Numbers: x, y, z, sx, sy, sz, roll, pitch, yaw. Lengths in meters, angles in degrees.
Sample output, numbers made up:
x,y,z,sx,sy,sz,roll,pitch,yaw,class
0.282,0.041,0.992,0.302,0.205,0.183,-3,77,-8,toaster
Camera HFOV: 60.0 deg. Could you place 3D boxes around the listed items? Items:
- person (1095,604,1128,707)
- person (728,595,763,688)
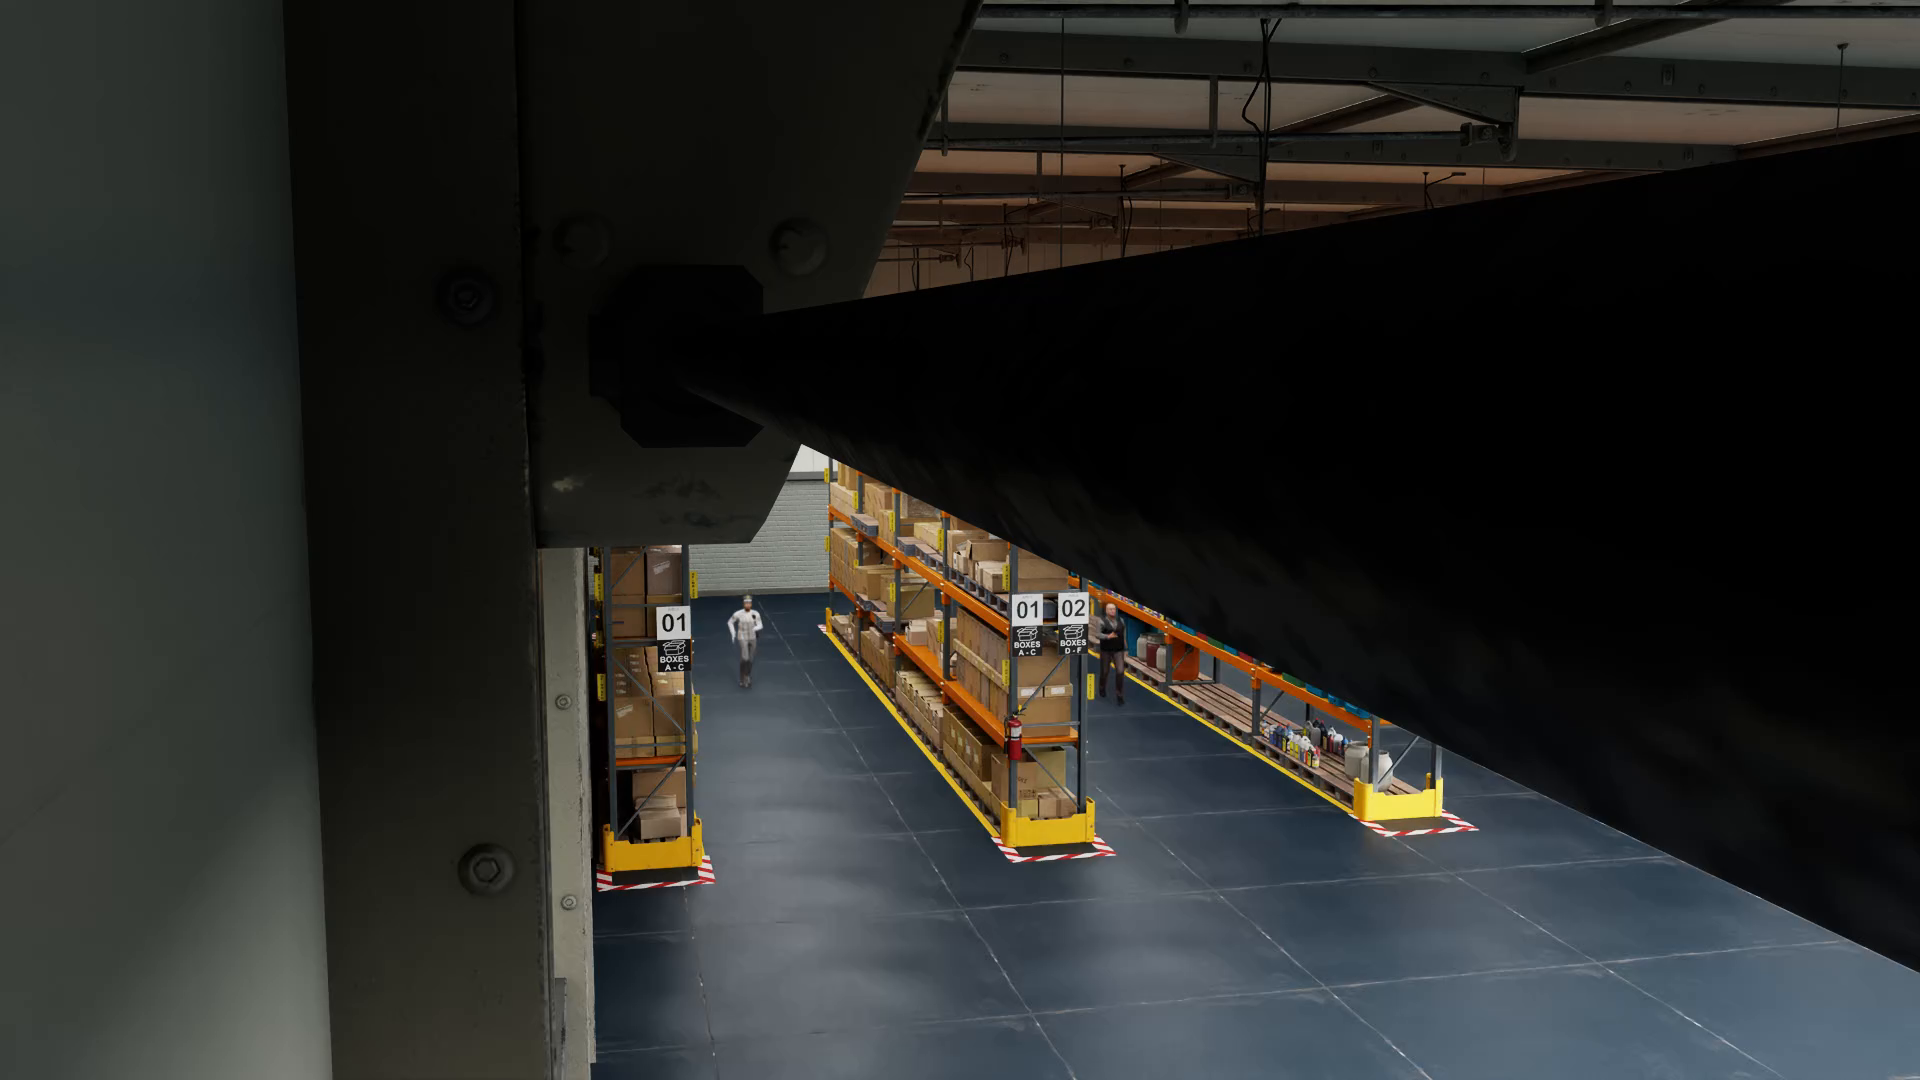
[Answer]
x,y,z,sx,sy,sz,roll,pitch,yaw,class
2.665,1.995,29.262,0.633,1.773,0.821,-1,7,-9,person
-3.920,1.862,30.627,0.579,1.706,0.685,-3,7,-23,person
